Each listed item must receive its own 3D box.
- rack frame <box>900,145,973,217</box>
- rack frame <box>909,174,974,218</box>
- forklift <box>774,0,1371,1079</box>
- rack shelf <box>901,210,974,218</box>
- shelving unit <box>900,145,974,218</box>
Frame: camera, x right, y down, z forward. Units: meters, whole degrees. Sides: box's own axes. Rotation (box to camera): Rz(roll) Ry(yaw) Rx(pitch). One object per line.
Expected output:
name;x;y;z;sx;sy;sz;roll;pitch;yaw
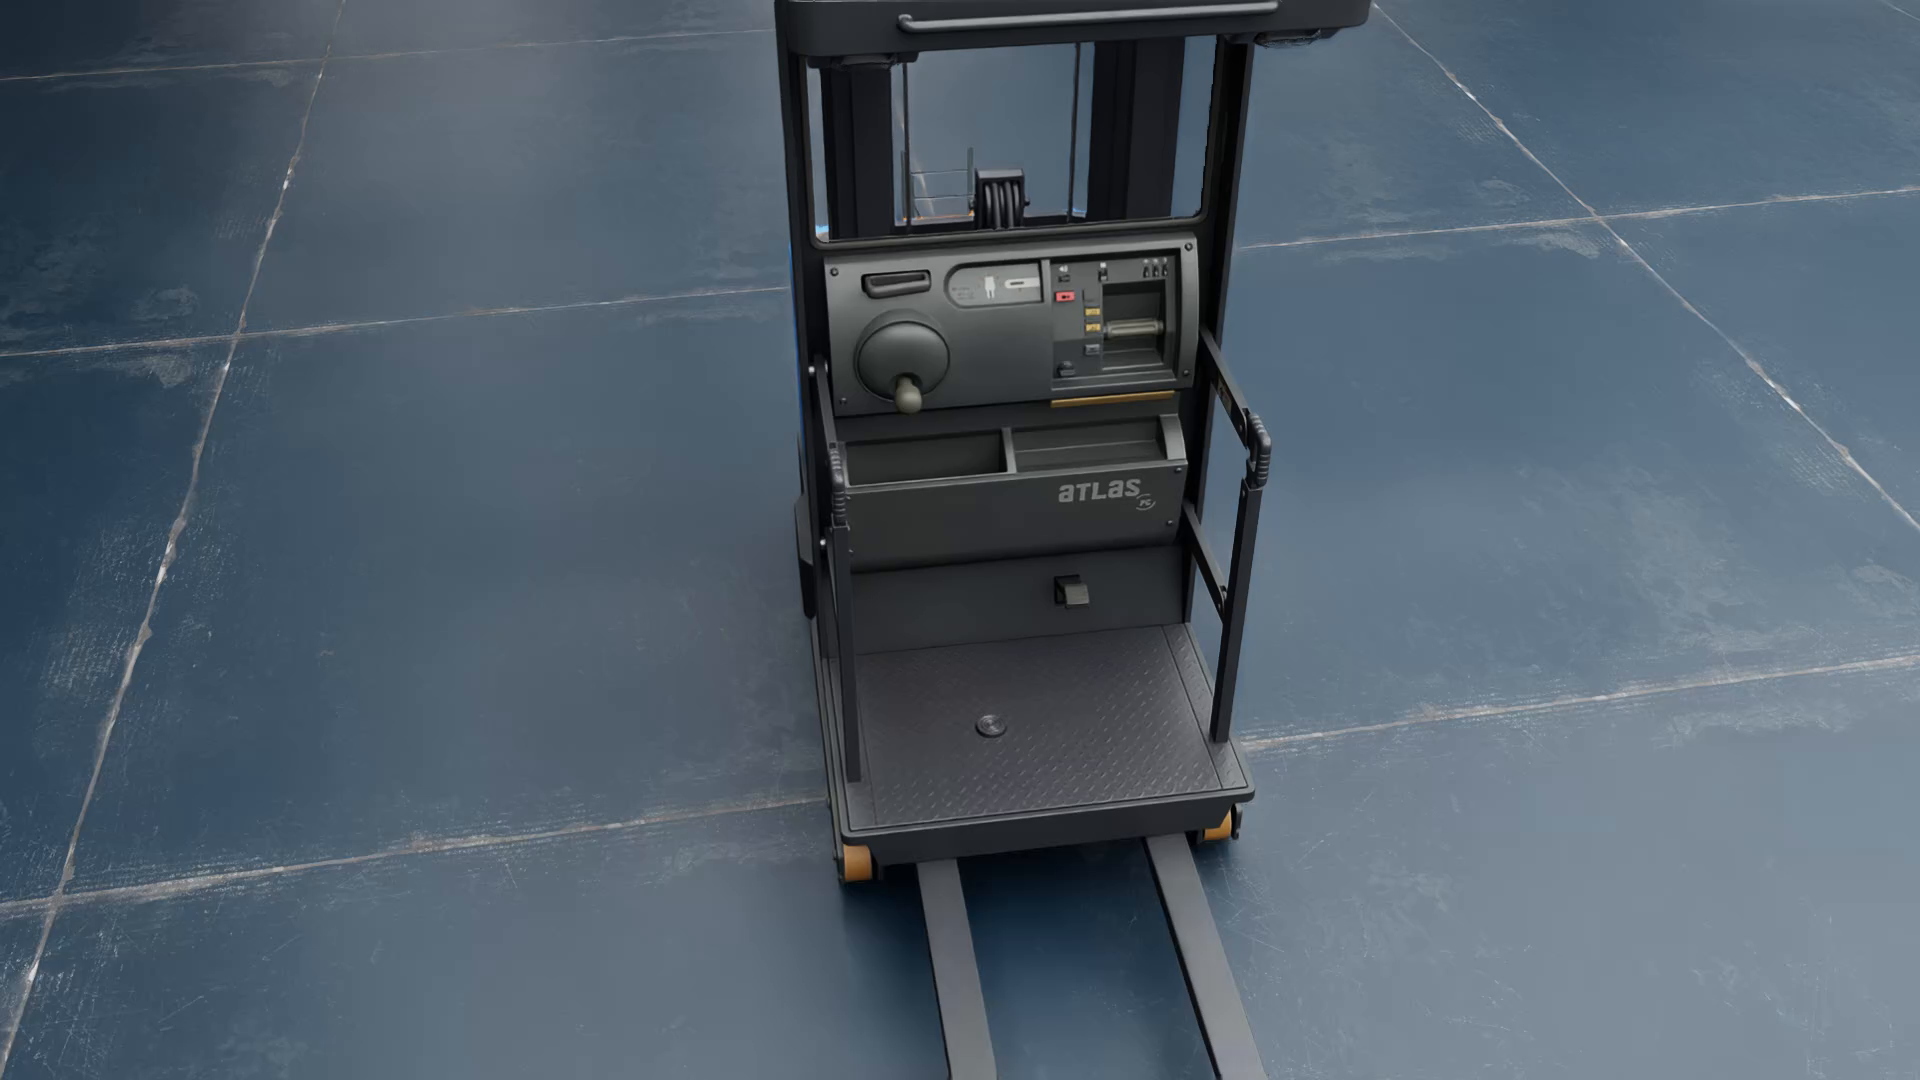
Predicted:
rack frame;-0.076;-0.812;5.817;0.240;1.200;0.006;-5;38;-7
rack frame;-0.049;-0.701;5.675;0.240;1.200;0.006;-5;38;-7
forklift;0.169;-0.461;3.955;1.130;2.935;3.031;-5;38;-7
rack shelf;-0.063;-1.006;5.552;0.258;0.103;0.180;-5;38;-7
shelving unit;-0.063;-0.757;5.746;0.258;1.200;0.189;-5;38;-7
